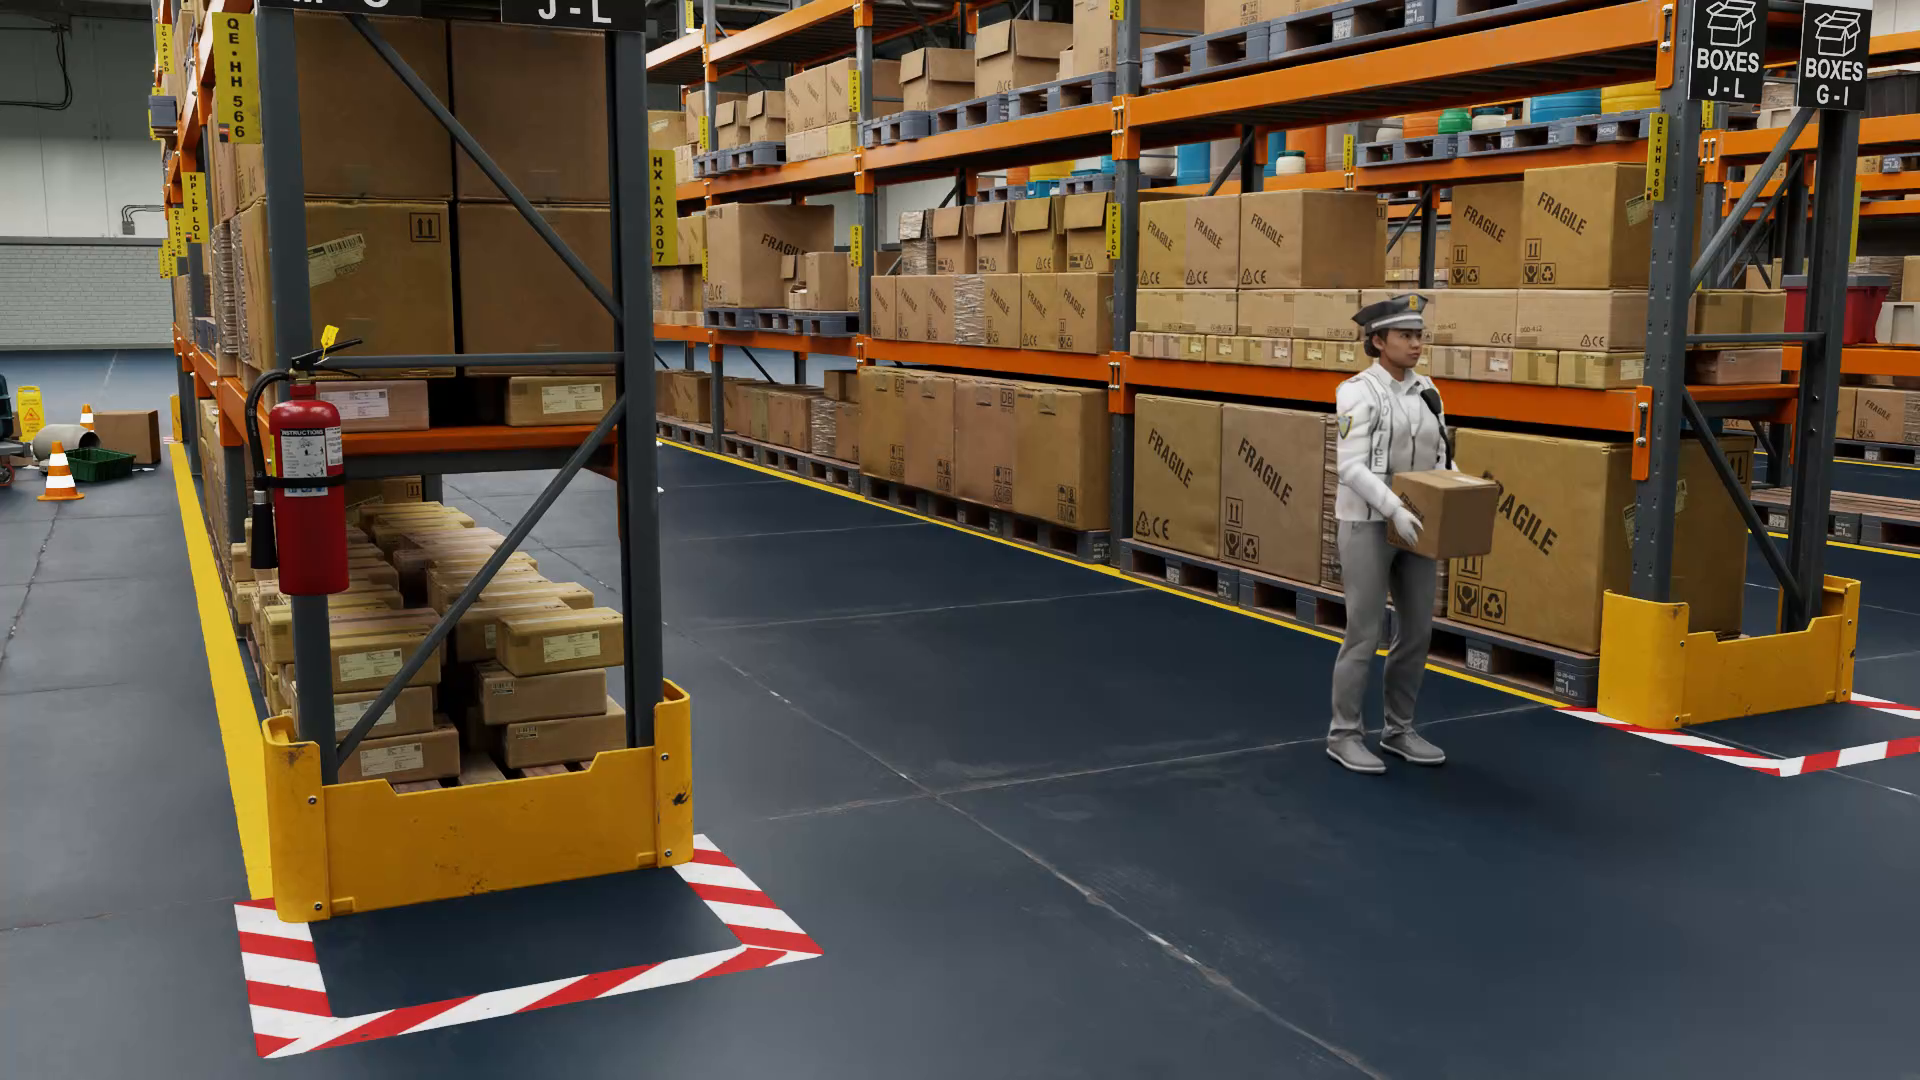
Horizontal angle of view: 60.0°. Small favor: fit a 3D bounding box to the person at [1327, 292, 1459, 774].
[{"bbox_3d":[1.576,-0.025,5.907,0.489,1.692,0.489,-4,10,-26],"label":"person"}]
